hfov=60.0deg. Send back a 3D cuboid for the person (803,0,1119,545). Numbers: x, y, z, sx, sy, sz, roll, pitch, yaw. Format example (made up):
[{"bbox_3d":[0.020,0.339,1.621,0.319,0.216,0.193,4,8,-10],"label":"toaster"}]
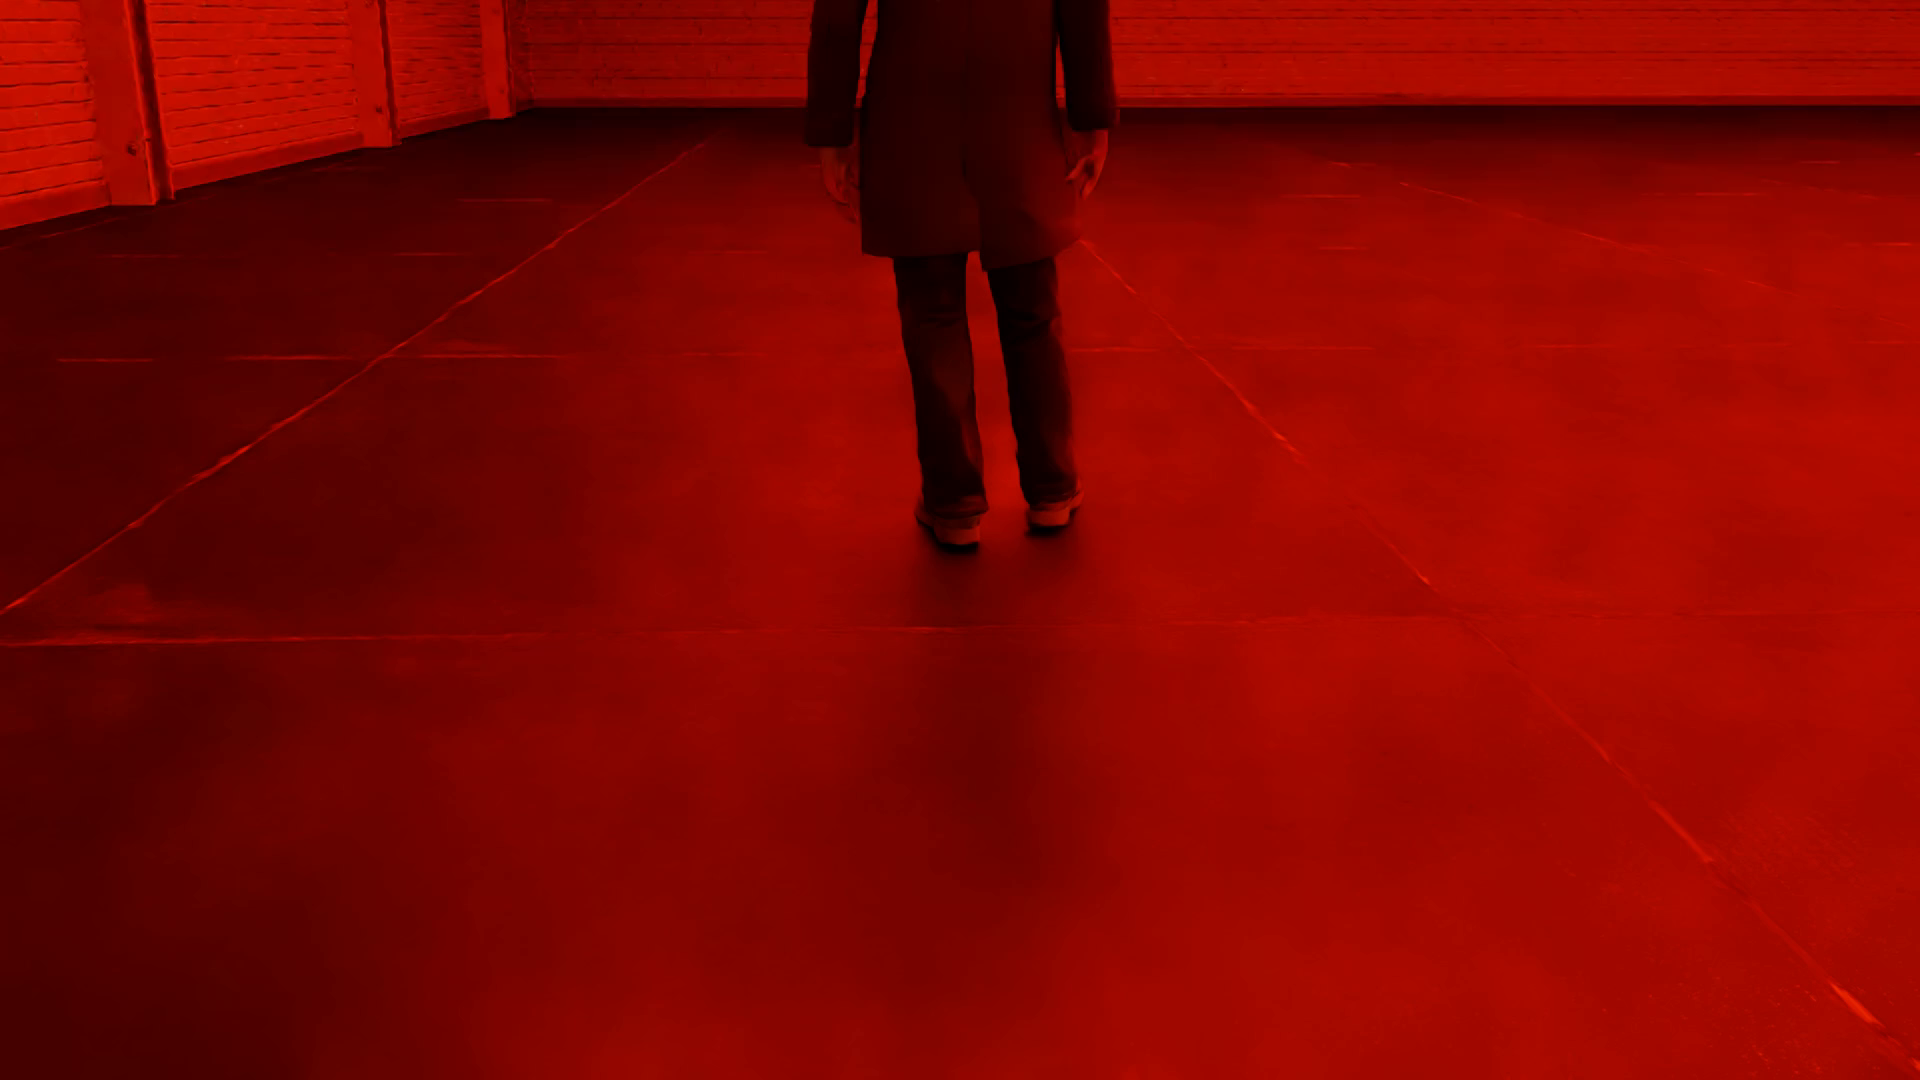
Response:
[{"bbox_3d":[-0.001,-0.884,3.744,0.698,1.778,0.579,-1,17,-3],"label":"person"}]
